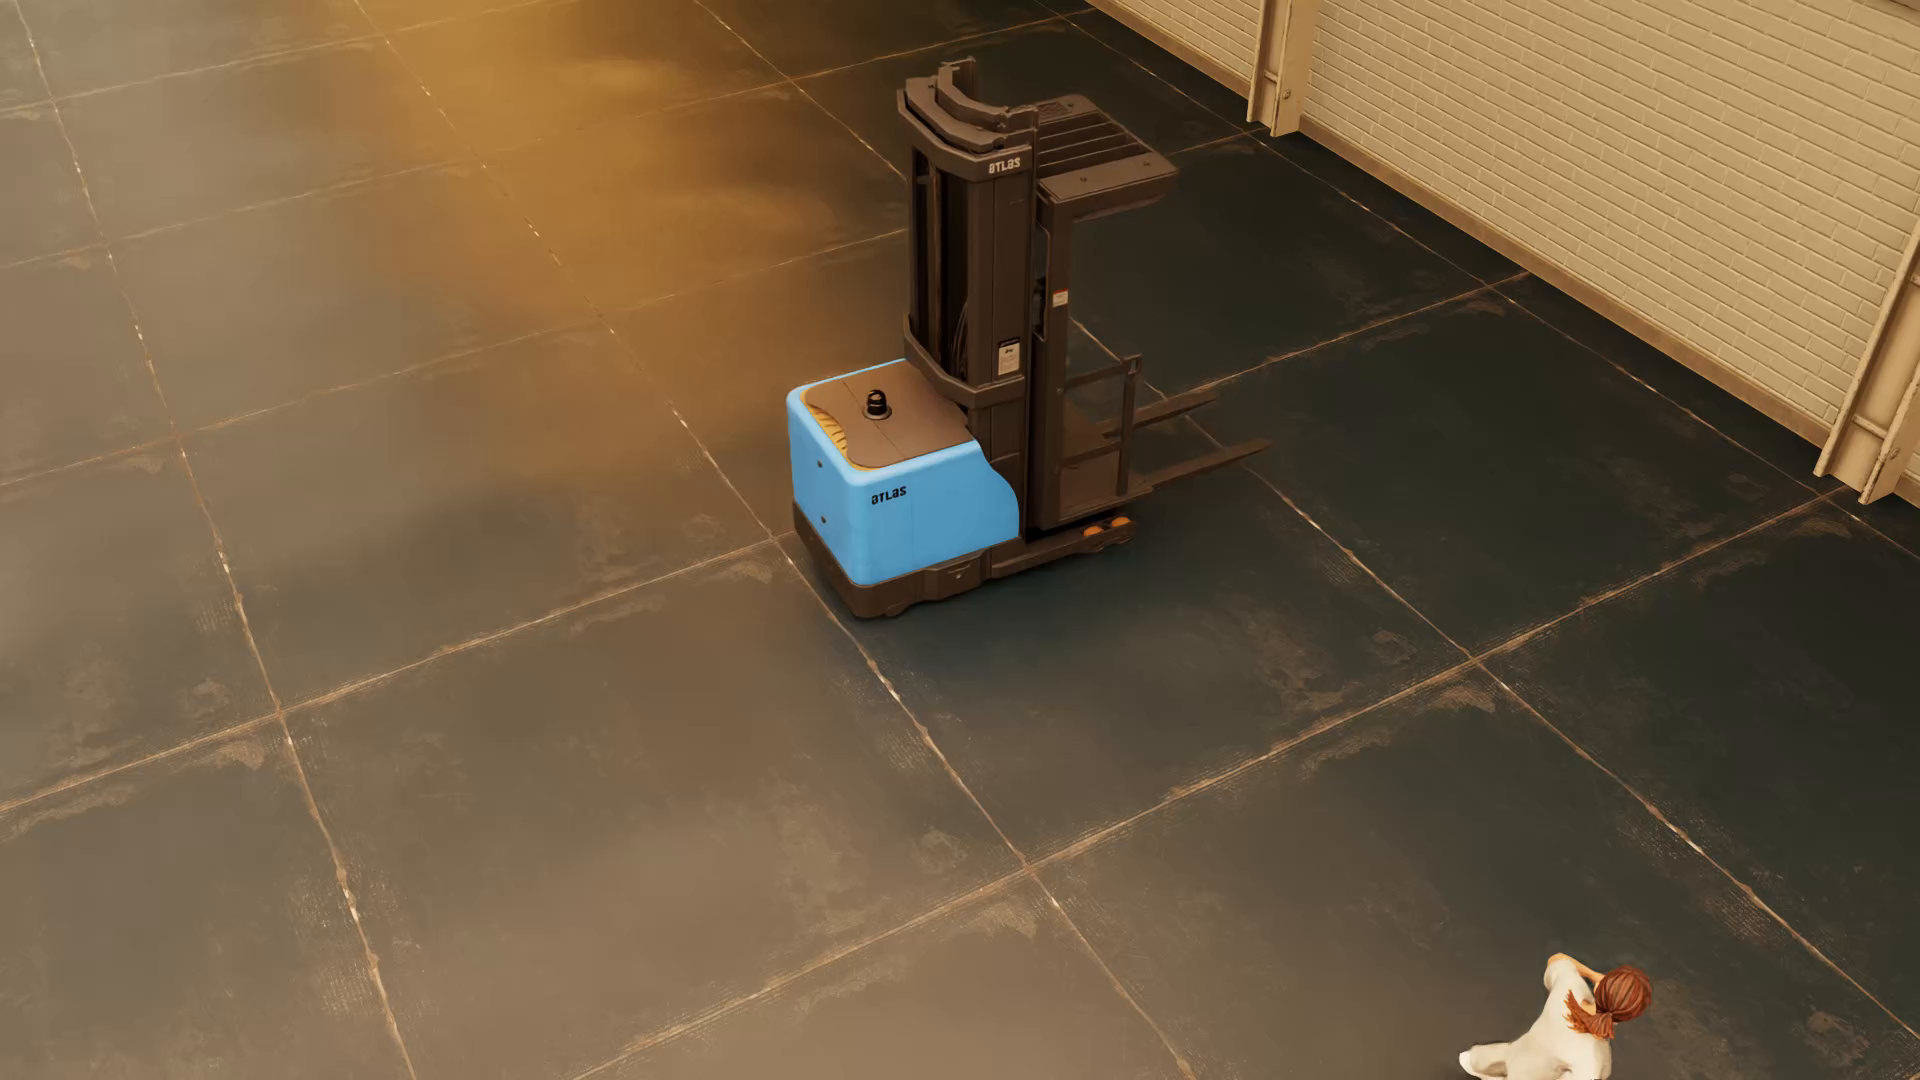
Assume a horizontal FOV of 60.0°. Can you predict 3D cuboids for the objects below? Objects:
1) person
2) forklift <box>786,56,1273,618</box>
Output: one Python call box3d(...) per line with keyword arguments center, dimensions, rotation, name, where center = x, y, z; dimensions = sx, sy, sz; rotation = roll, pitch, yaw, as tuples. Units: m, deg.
box3d(center=(2.345, 2.196, 6.550), dimensions=(0.541, 1.581, 1.083), rotation=(9, 40, 10), name="person")
box3d(center=(0.520, -1.331, 9.641), dimensions=(3.031, 2.935, 1.130), rotation=(-18, 43, -20), name="forklift")
